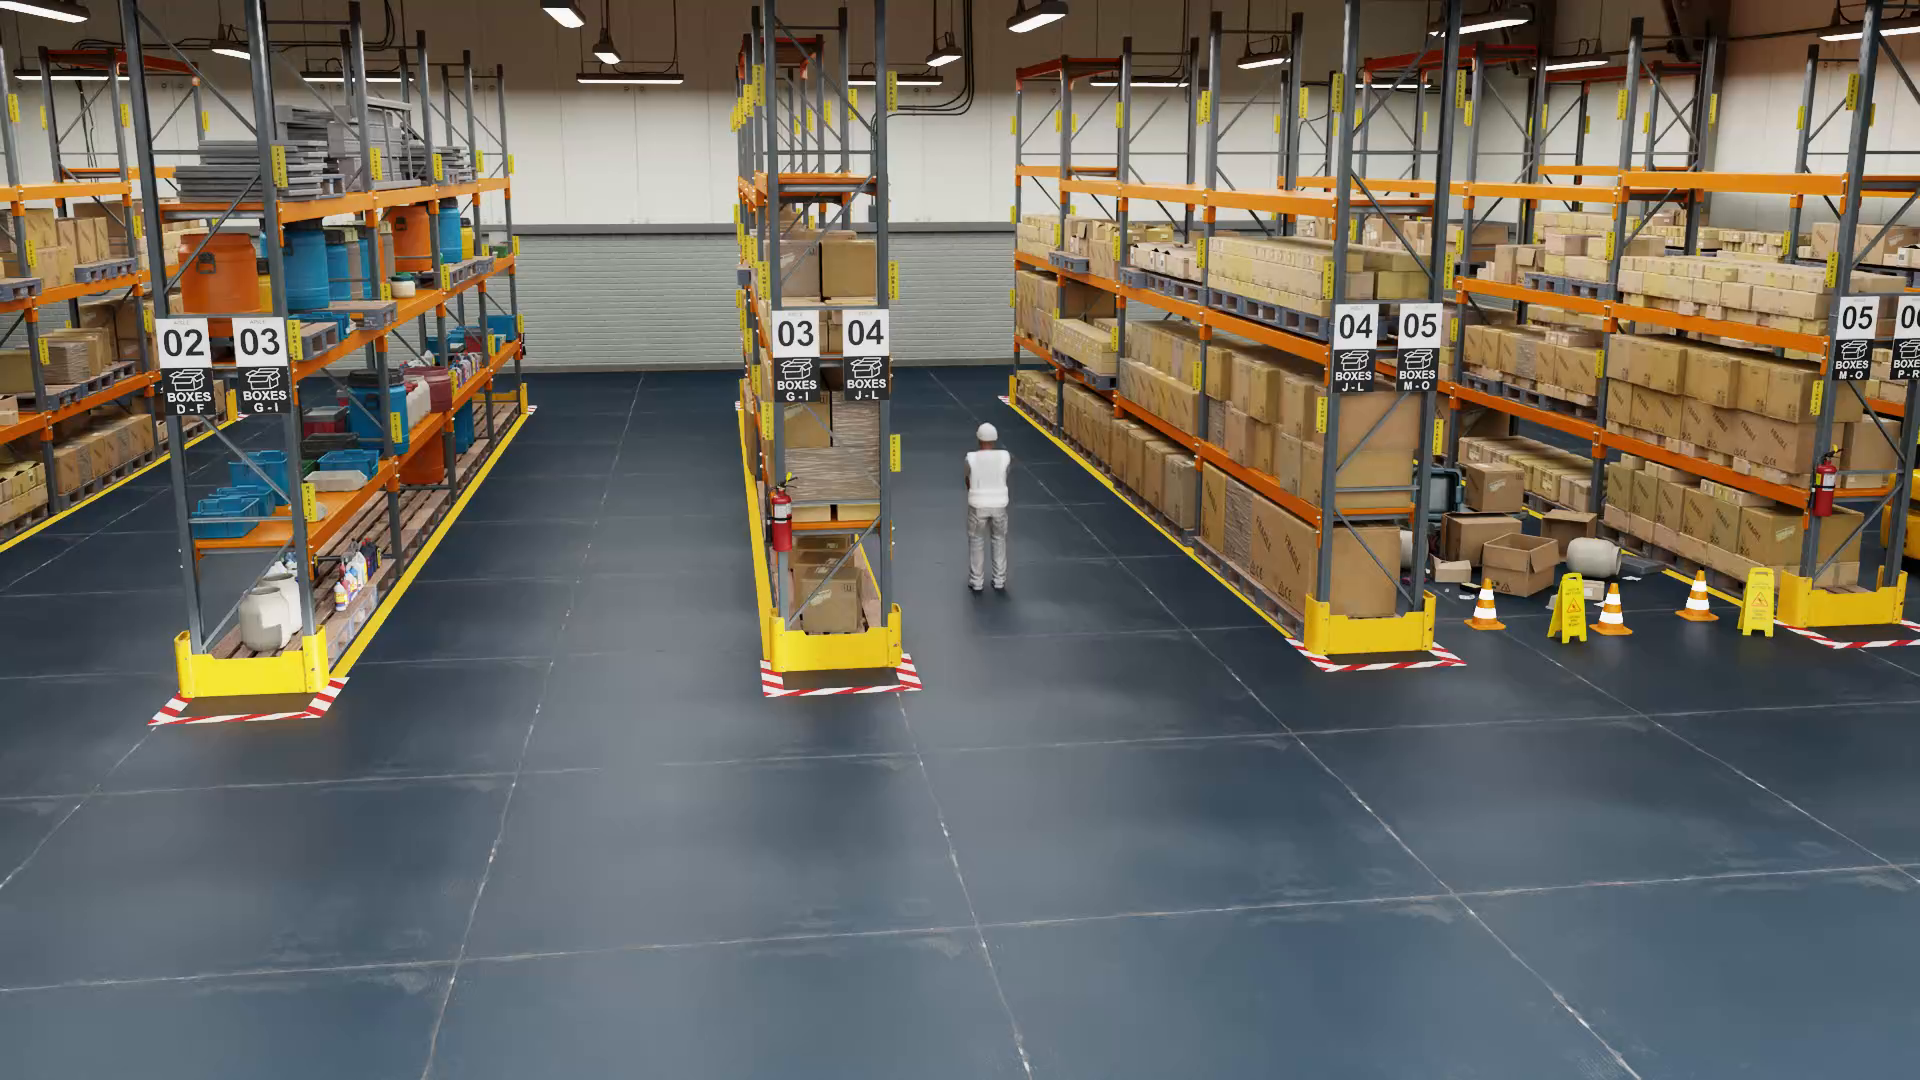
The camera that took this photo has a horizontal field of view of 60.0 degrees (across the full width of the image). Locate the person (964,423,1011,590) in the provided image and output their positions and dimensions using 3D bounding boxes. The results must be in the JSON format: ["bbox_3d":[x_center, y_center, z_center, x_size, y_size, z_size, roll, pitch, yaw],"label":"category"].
[{"bbox_3d":[0.270,-0.379,17.590,0.487,1.778,0.574,-2,13,-7],"label":"person"}]
